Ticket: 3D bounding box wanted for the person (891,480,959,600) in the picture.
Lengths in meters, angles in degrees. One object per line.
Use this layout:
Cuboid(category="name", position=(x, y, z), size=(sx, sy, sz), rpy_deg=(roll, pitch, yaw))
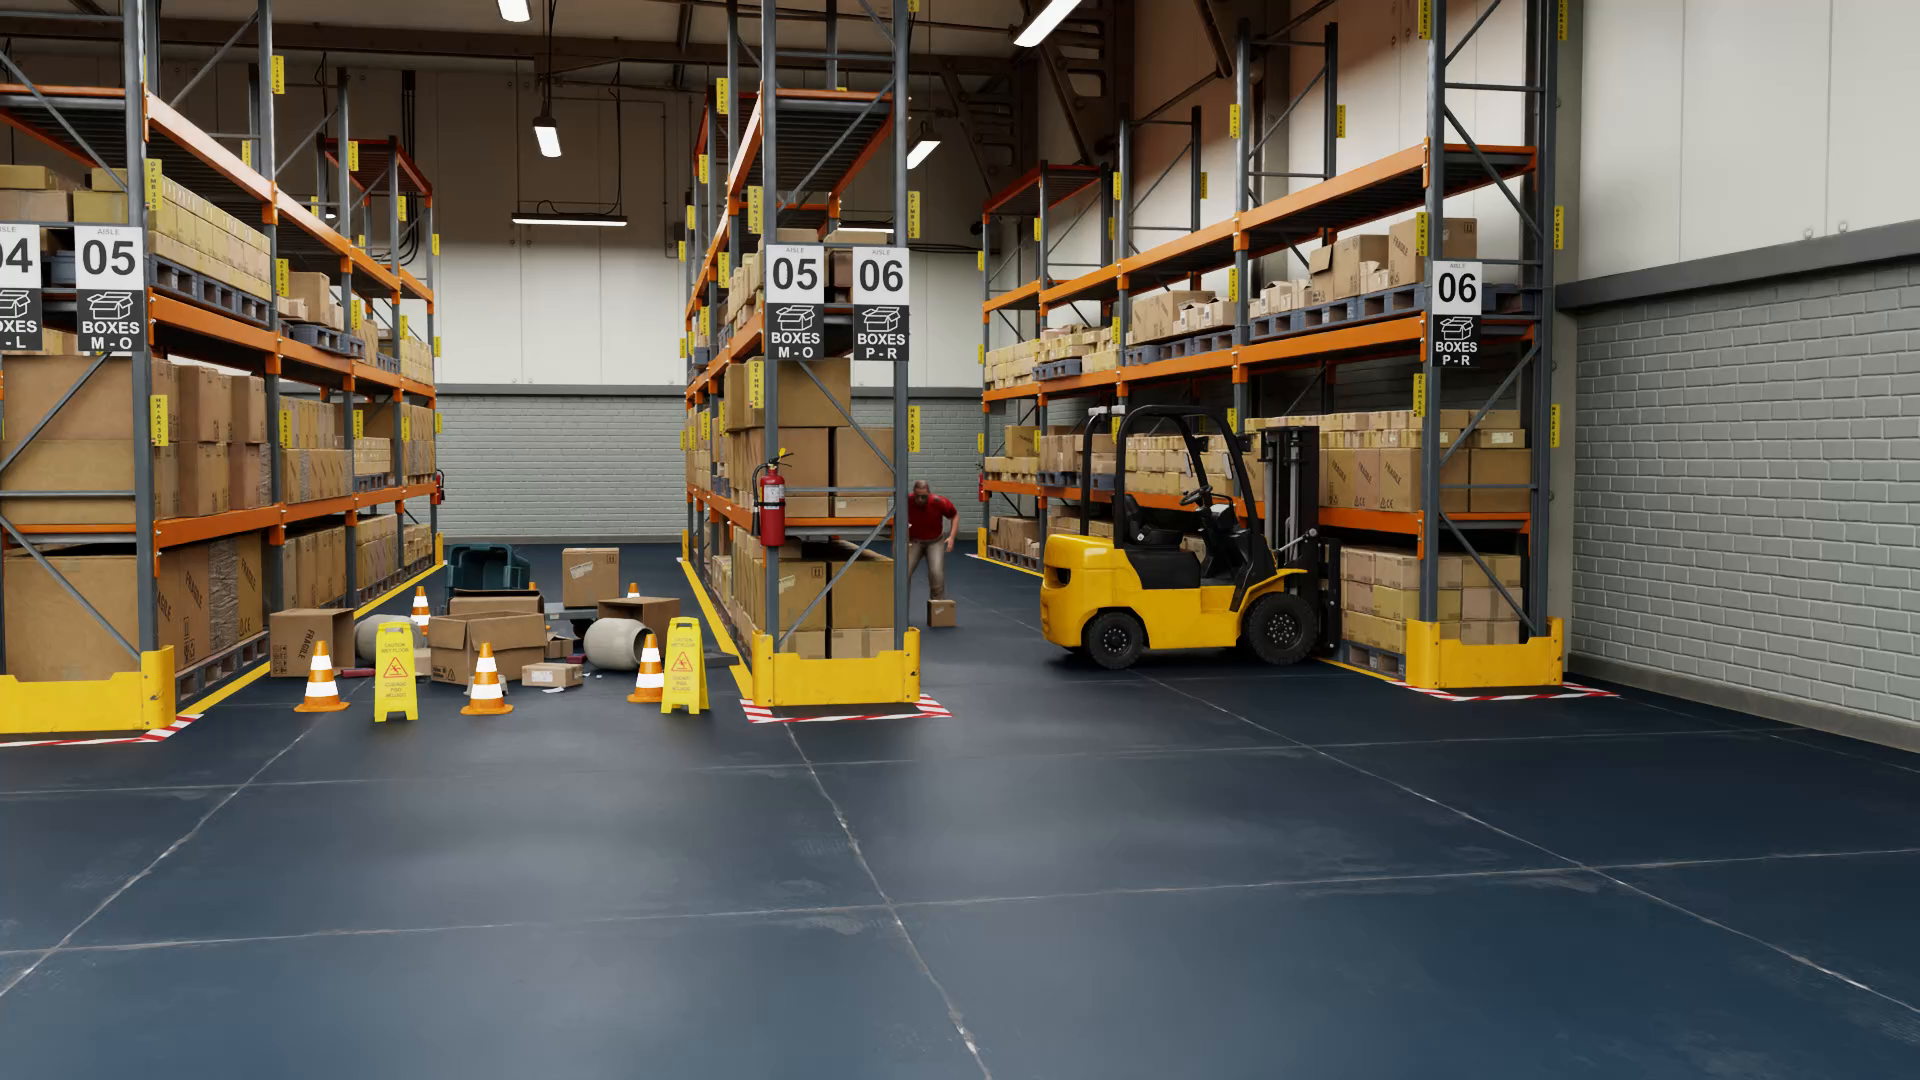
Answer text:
Cuboid(category="person", position=(-0.382, 0.117, 17.350), size=(0.734, 1.485, 0.732), rpy_deg=(0, 3, 8))
